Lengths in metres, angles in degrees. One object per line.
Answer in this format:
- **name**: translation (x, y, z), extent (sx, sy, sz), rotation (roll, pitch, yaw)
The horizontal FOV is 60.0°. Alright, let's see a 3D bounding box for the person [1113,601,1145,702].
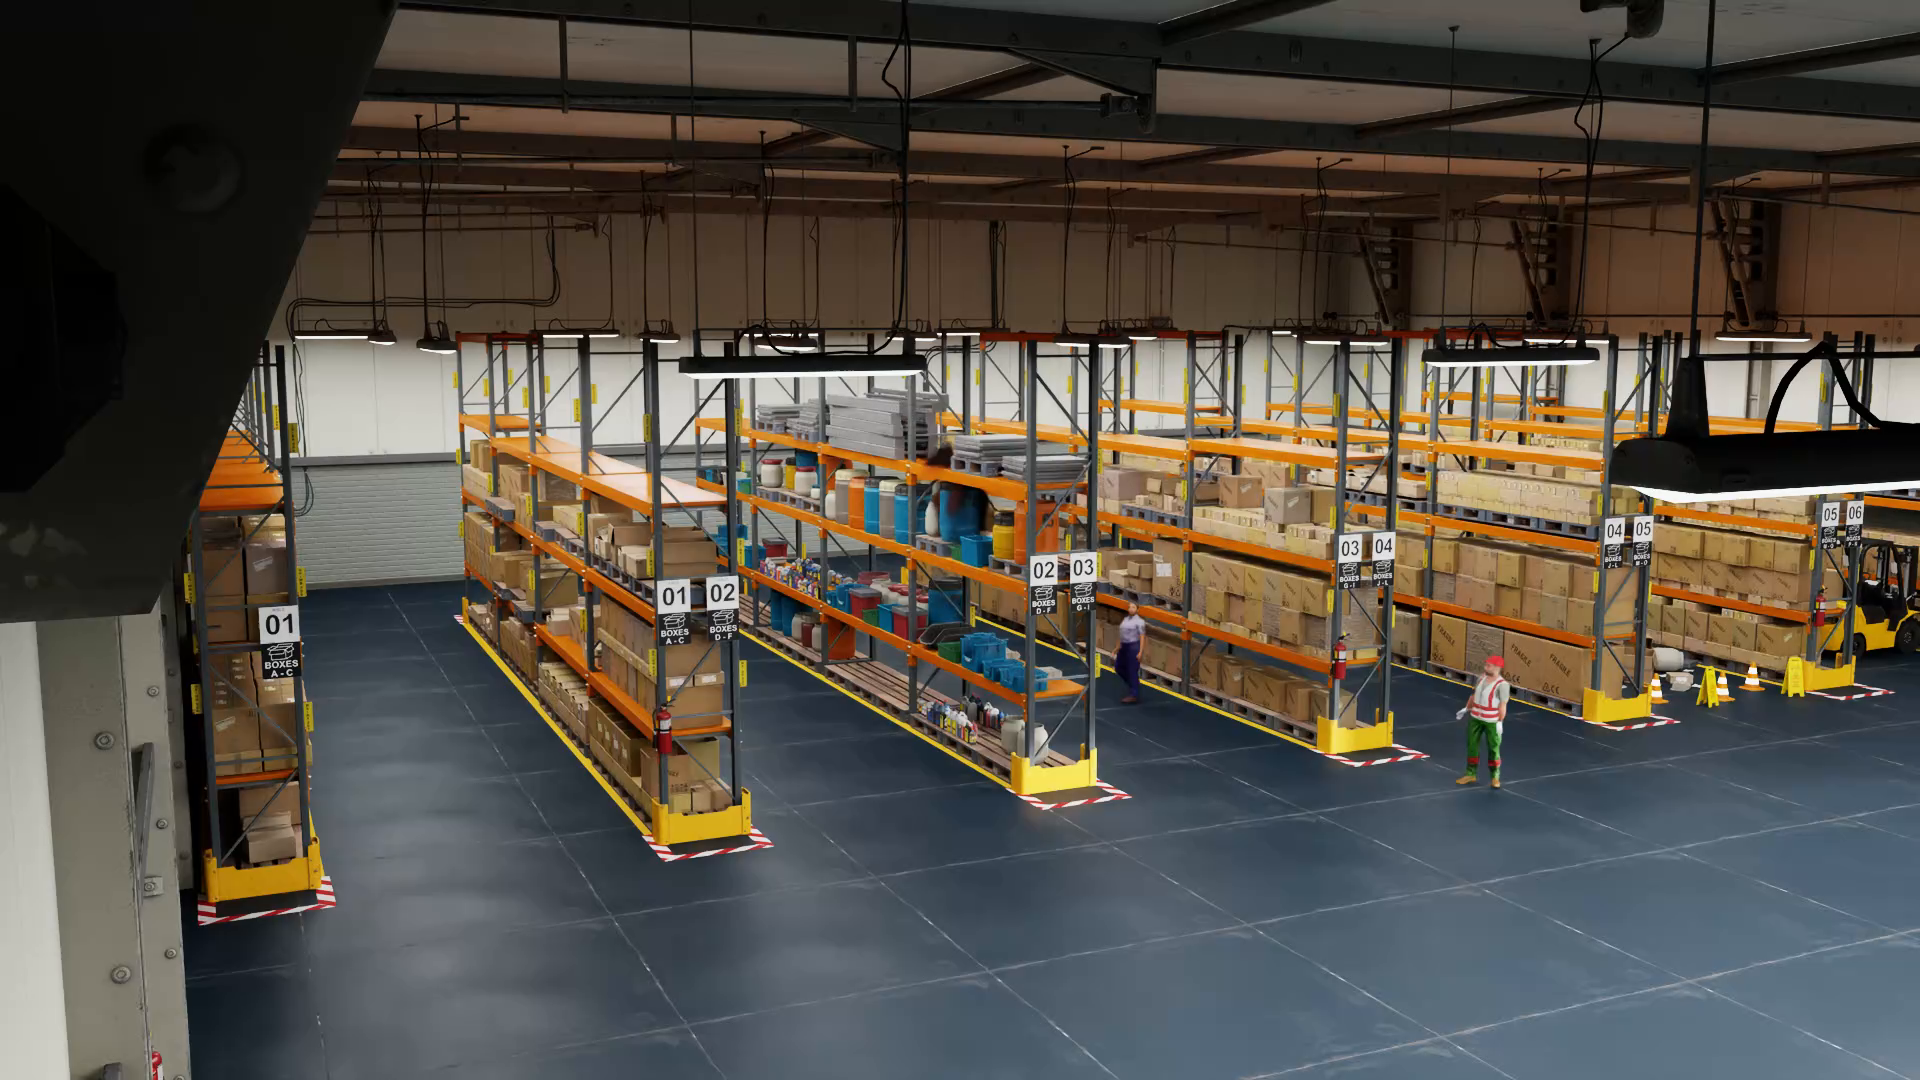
- **person**: translation (2.783, 1.832, 27.355), extent (0.452, 1.636, 0.550), rotation (-3, 8, -21)

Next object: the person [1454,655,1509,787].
- **person**: translation (7.026, 2.422, 22.405), extent (0.430, 1.799, 0.745), rotation (-7, 10, -42)
